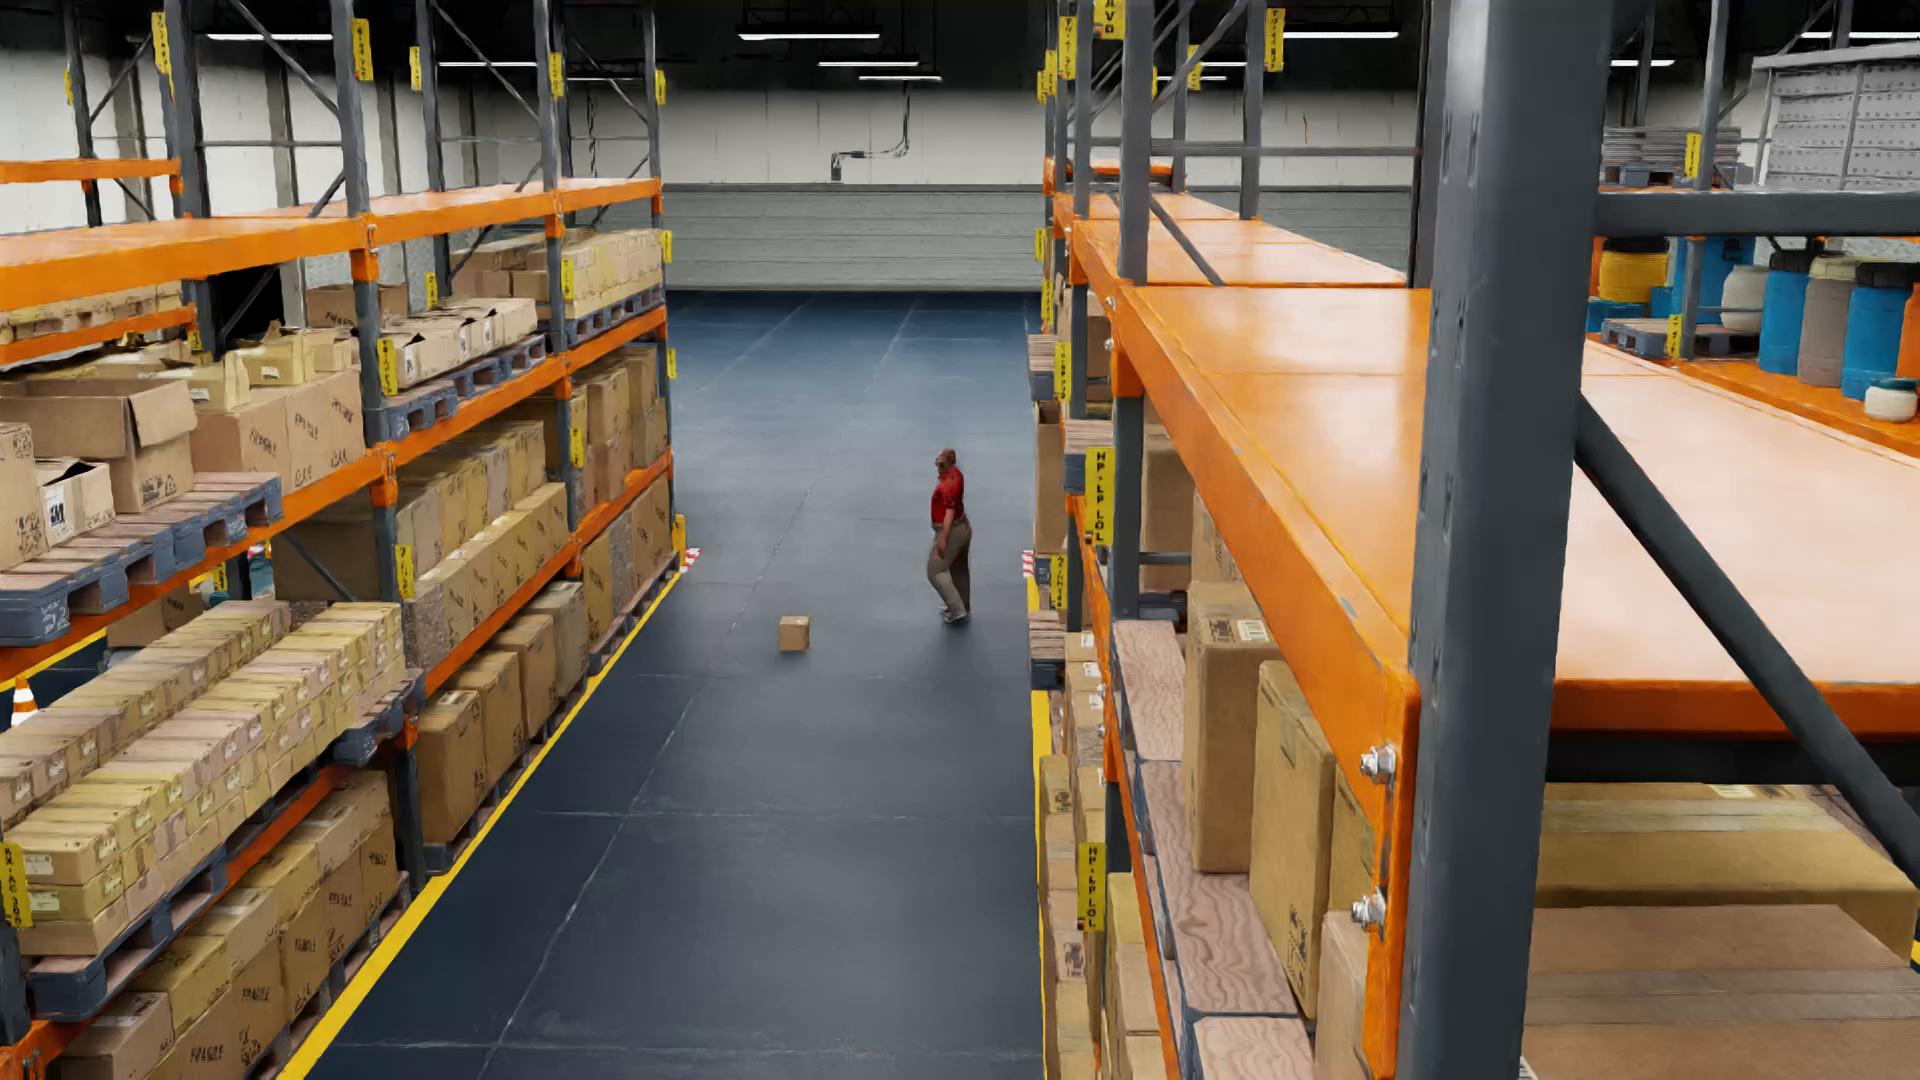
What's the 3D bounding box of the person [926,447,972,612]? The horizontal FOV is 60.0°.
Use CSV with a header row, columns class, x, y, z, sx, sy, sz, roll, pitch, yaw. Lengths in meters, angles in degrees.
class,x,y,z,sx,sy,sz,roll,pitch,yaw
person,-0.097,-0.099,15.793,0.397,1.622,0.643,3,14,13
